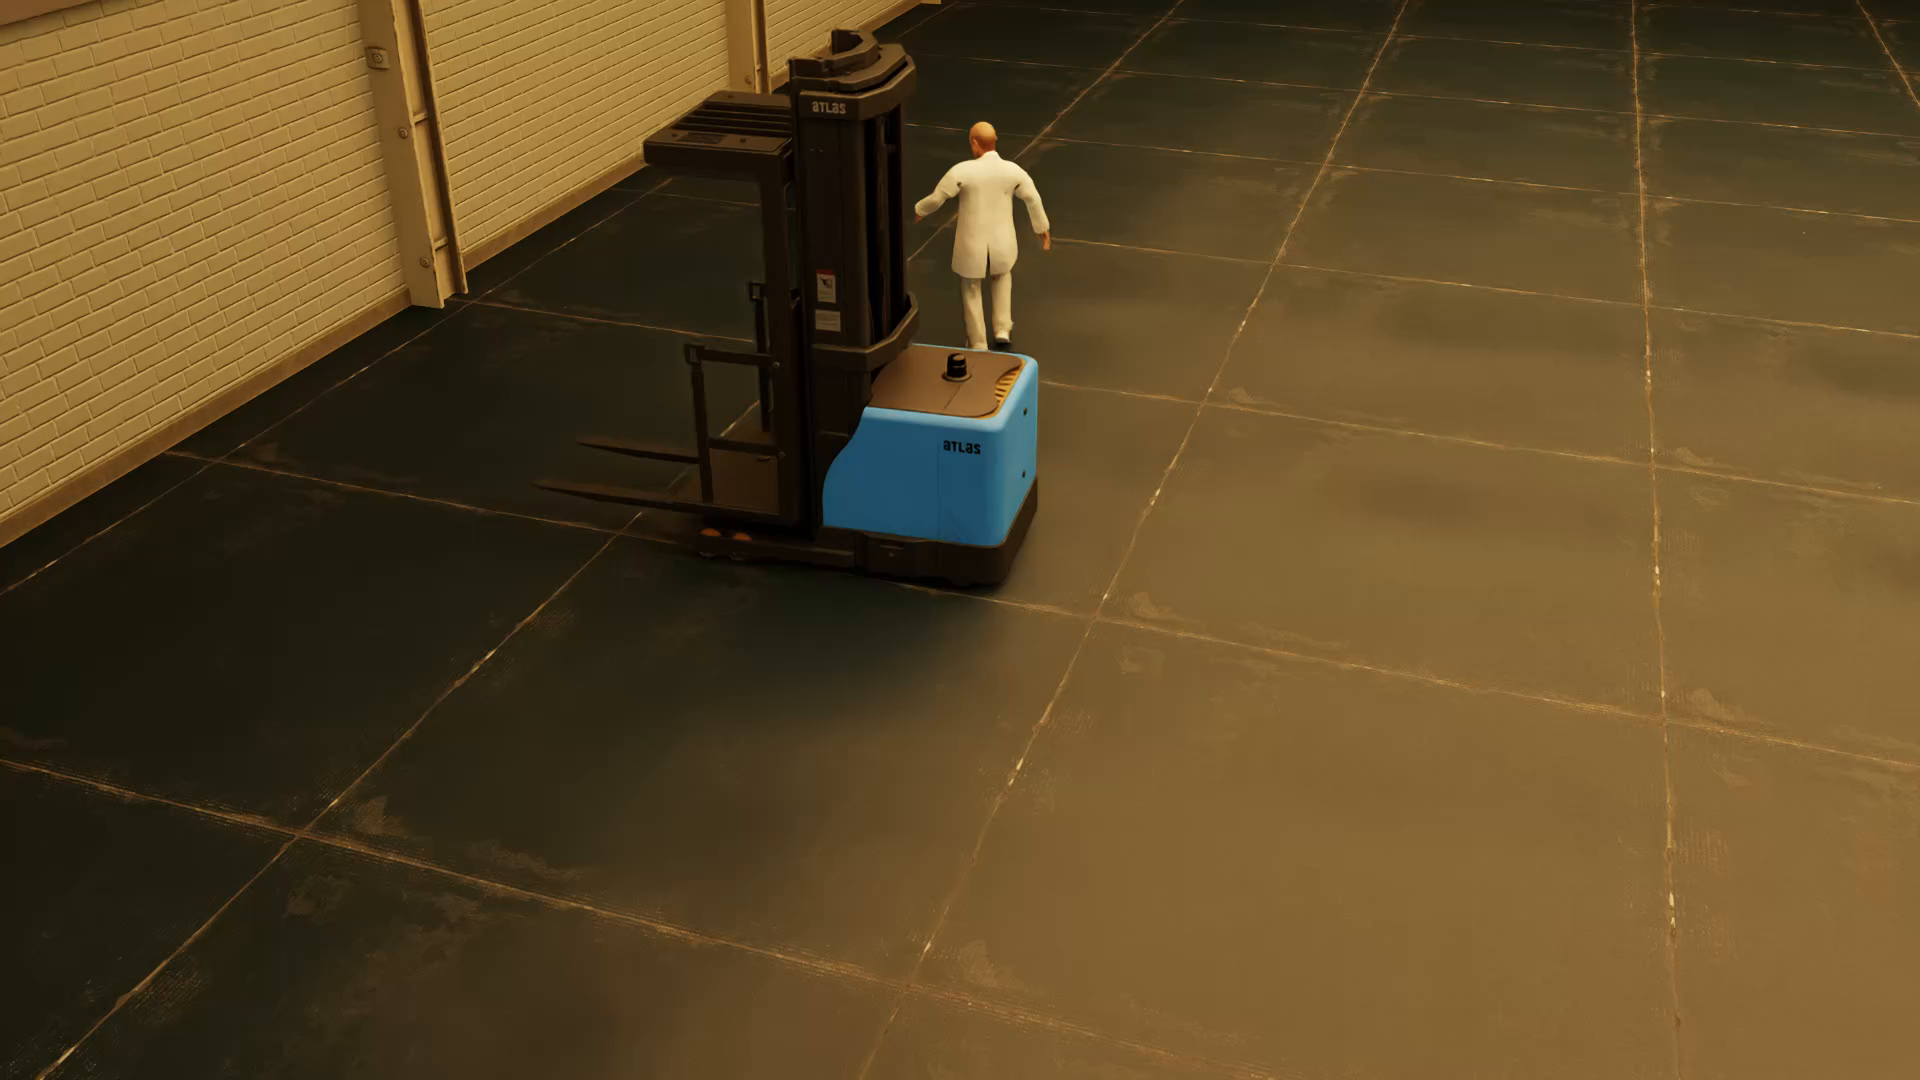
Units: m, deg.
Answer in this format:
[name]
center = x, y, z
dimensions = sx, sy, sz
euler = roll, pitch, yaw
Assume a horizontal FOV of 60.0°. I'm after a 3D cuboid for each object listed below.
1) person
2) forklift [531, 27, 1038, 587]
[person]
center = 0.175, -2.197, 12.237
dimensions = 0.994, 1.809, 0.568
euler = -3, 30, -5
[forklift]
center = -1.097, -1.392, 9.578
dimensions = 3.031, 2.935, 1.130
euler = 7, 31, 13
